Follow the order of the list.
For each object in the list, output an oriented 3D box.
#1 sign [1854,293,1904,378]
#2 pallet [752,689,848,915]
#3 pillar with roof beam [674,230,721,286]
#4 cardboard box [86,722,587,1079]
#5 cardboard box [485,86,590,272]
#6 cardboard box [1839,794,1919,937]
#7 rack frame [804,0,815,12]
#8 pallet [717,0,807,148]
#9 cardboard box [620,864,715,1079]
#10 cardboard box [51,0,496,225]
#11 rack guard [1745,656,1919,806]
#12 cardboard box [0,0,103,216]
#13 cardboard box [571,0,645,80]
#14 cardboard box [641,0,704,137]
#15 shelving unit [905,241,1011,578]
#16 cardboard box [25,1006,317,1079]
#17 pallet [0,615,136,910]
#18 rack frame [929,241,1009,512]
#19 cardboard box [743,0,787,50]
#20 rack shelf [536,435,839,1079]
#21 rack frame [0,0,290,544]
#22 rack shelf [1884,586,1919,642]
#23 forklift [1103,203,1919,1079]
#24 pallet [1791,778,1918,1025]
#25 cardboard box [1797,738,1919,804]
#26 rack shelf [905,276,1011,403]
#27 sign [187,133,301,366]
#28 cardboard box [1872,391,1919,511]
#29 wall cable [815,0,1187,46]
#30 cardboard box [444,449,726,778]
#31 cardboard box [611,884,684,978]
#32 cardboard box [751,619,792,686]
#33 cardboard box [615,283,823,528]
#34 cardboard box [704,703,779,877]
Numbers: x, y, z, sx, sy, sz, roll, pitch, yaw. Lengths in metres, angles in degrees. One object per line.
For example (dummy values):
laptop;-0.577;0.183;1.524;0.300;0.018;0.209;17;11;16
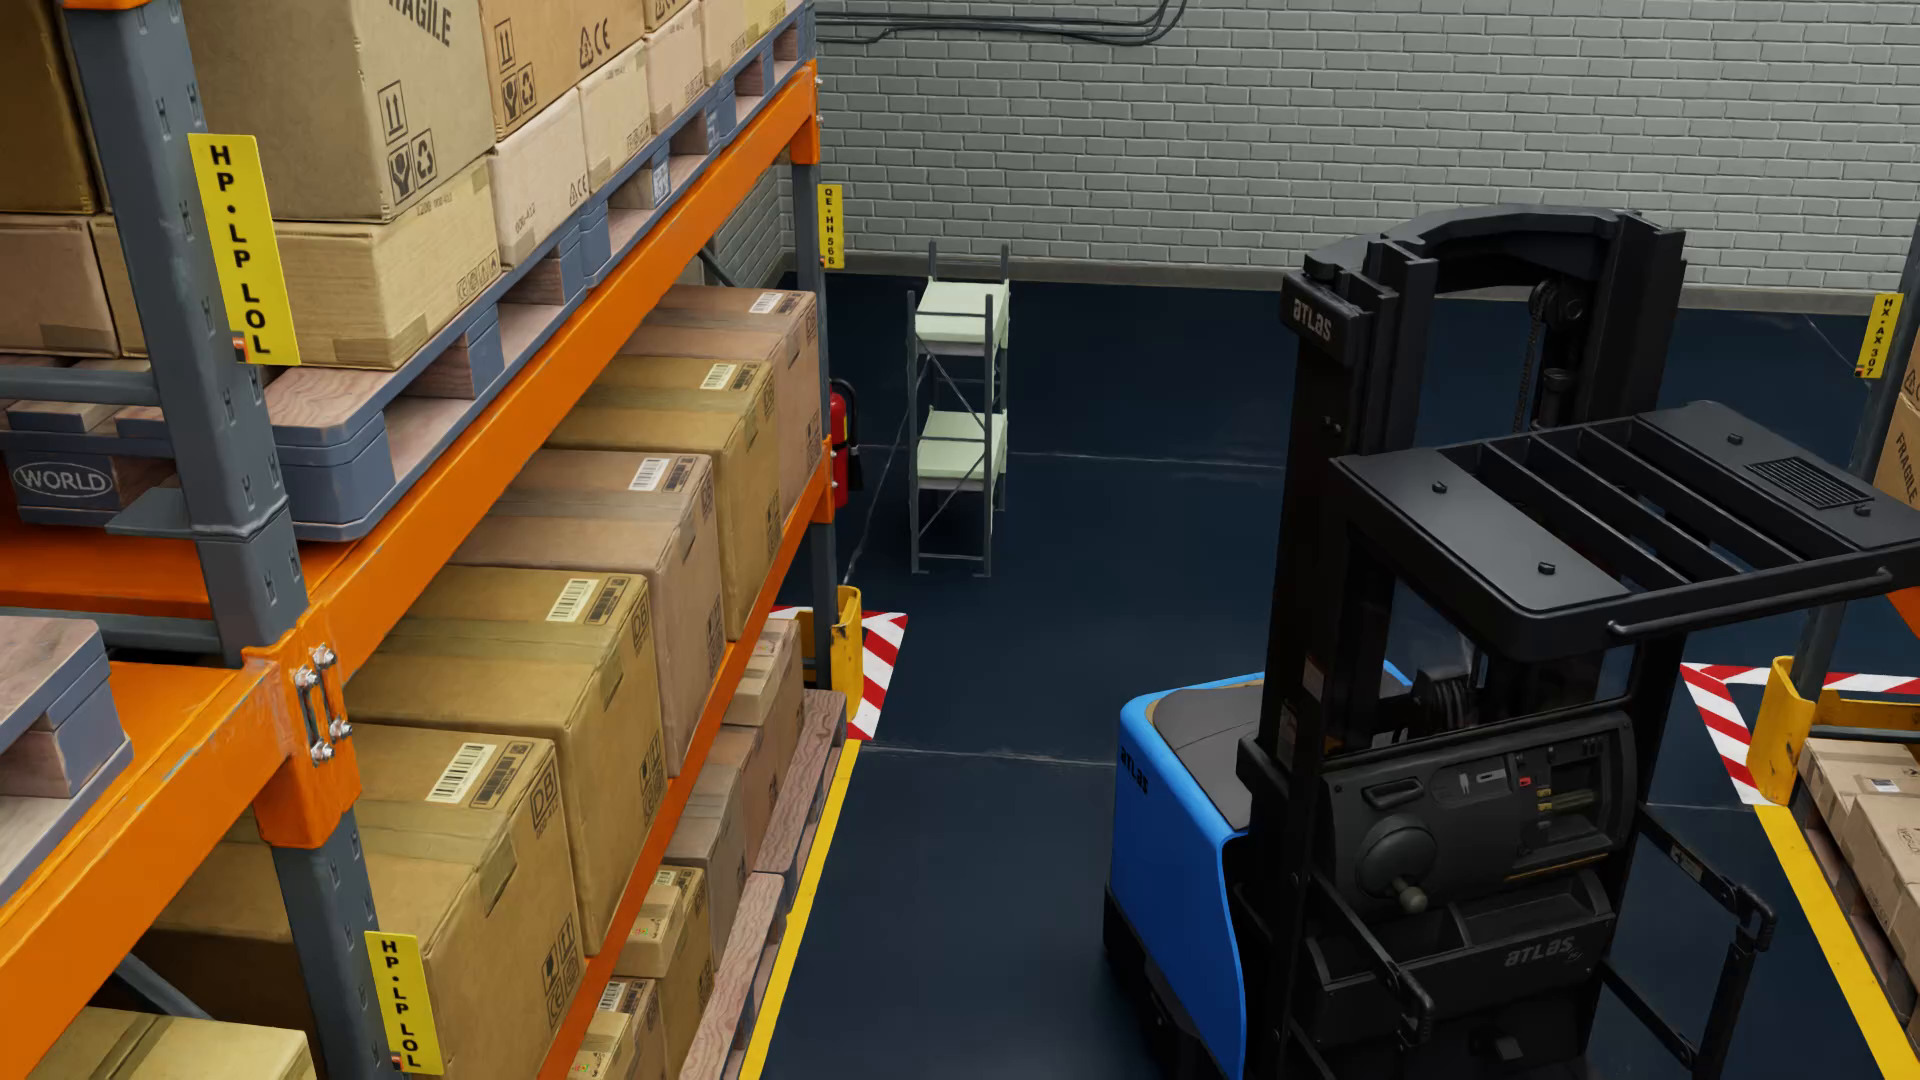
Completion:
sign;3.347;-0.742;6.053;0.100;0.325;0.005;3;28;6
pallet;-1.051;0.993;6.685;1.003;0.211;1.213;3;28;6
pillar with roof beam;2.714;-4.328;7.296;9.100;9.000;0.400;3;28;6
cardboard box;-1.438;0.880;3.637;0.980;0.700;0.700;4;29;7
cardboard box;-1.098;-0.766;3.456;0.500;0.250;0.500;3;28;5
cardboard box;3.477;1.162;5.866;0.500;0.250;0.500;3;28;6
rack frame;-1.031;-3.257;5.308;1.000;3.000;0.127;3;28;6
pallet;-1.111;-1.548;5.391;1.003;0.211;1.213;3;28;6
cardboard box;-1.198;1.359;5.258;0.700;0.500;0.500;4;29;7
cardboard box;-1.155;-0.866;2.852;0.500;0.500;0.500;3;28;6
rack guard;3.877;0.806;6.726;1.175;0.500;0.348;3;28;6
cardboard box;-1.667;-0.889;2.894;0.500;0.500;0.500;3;28;6
cardboard box;-1.043;-1.341;3.733;0.500;0.500;0.500;4;29;7
cardboard box;-0.979;-1.249;4.353;0.500;0.250;0.500;3;28;5
shelving unit;-0.001;-0.657;8.388;0.431;1.500;0.755;3;28;6
cardboard box;-1.324;0.988;2.523;0.500;0.250;0.500;4;29;7
pallet;-1.584;0.465;1.763;0.805;0.209;1.217;2;28;4
rack frame;0.044;-0.829;8.708;0.400;1.500;0.023;3;28;6
cardboard box;-0.857;-1.739;5.263;0.500;0.250;0.500;4;29;8
rack shelf;-1.276;0.642;5.154;1.077;0.370;4.000;3;28;6
rack frame;-1.521;-1.374;1.813;1.000;3.000;0.127;3;28;6
rack shelf;3.641;0.928;4.623;1.077;0.370;4.000;3;28;6
forklift;1.463;0.769;4.233;1.130;2.935;3.031;-9;30;-16
pallet;3.780;1.309;6.098;1.003;0.211;1.213;3;28;6
cardboard box;3.494;0.909;6.443;0.380;0.149;0.250;3;28;6
rack shelf;-0.001;-1.001;8.203;0.431;0.370;0.720;3;28;6
sign;-0.981;-0.393;2.277;0.100;0.325;0.005;3;28;6
cardboard box;3.570;-0.180;5.817;0.500;0.500;0.500;4;29;7
wall cable;0.017;-4.532;10.948;3.097;2.526;0.112;3;28;6
cardboard box;-1.264;0.194;4.911;0.980;0.700;0.700;2;28;4
cardboard box;-1.041;1.154;4.953;0.380;0.149;0.250;3;28;5
cardboard box;-0.852;0.420;6.316;0.380;0.149;0.250;3;28;6
cardboard box;-1.083;-0.507;6.213;0.980;0.700;0.700;5;29;9
cardboard box;-1.079;0.870;6.165;0.700;0.500;0.500;3;28;6
